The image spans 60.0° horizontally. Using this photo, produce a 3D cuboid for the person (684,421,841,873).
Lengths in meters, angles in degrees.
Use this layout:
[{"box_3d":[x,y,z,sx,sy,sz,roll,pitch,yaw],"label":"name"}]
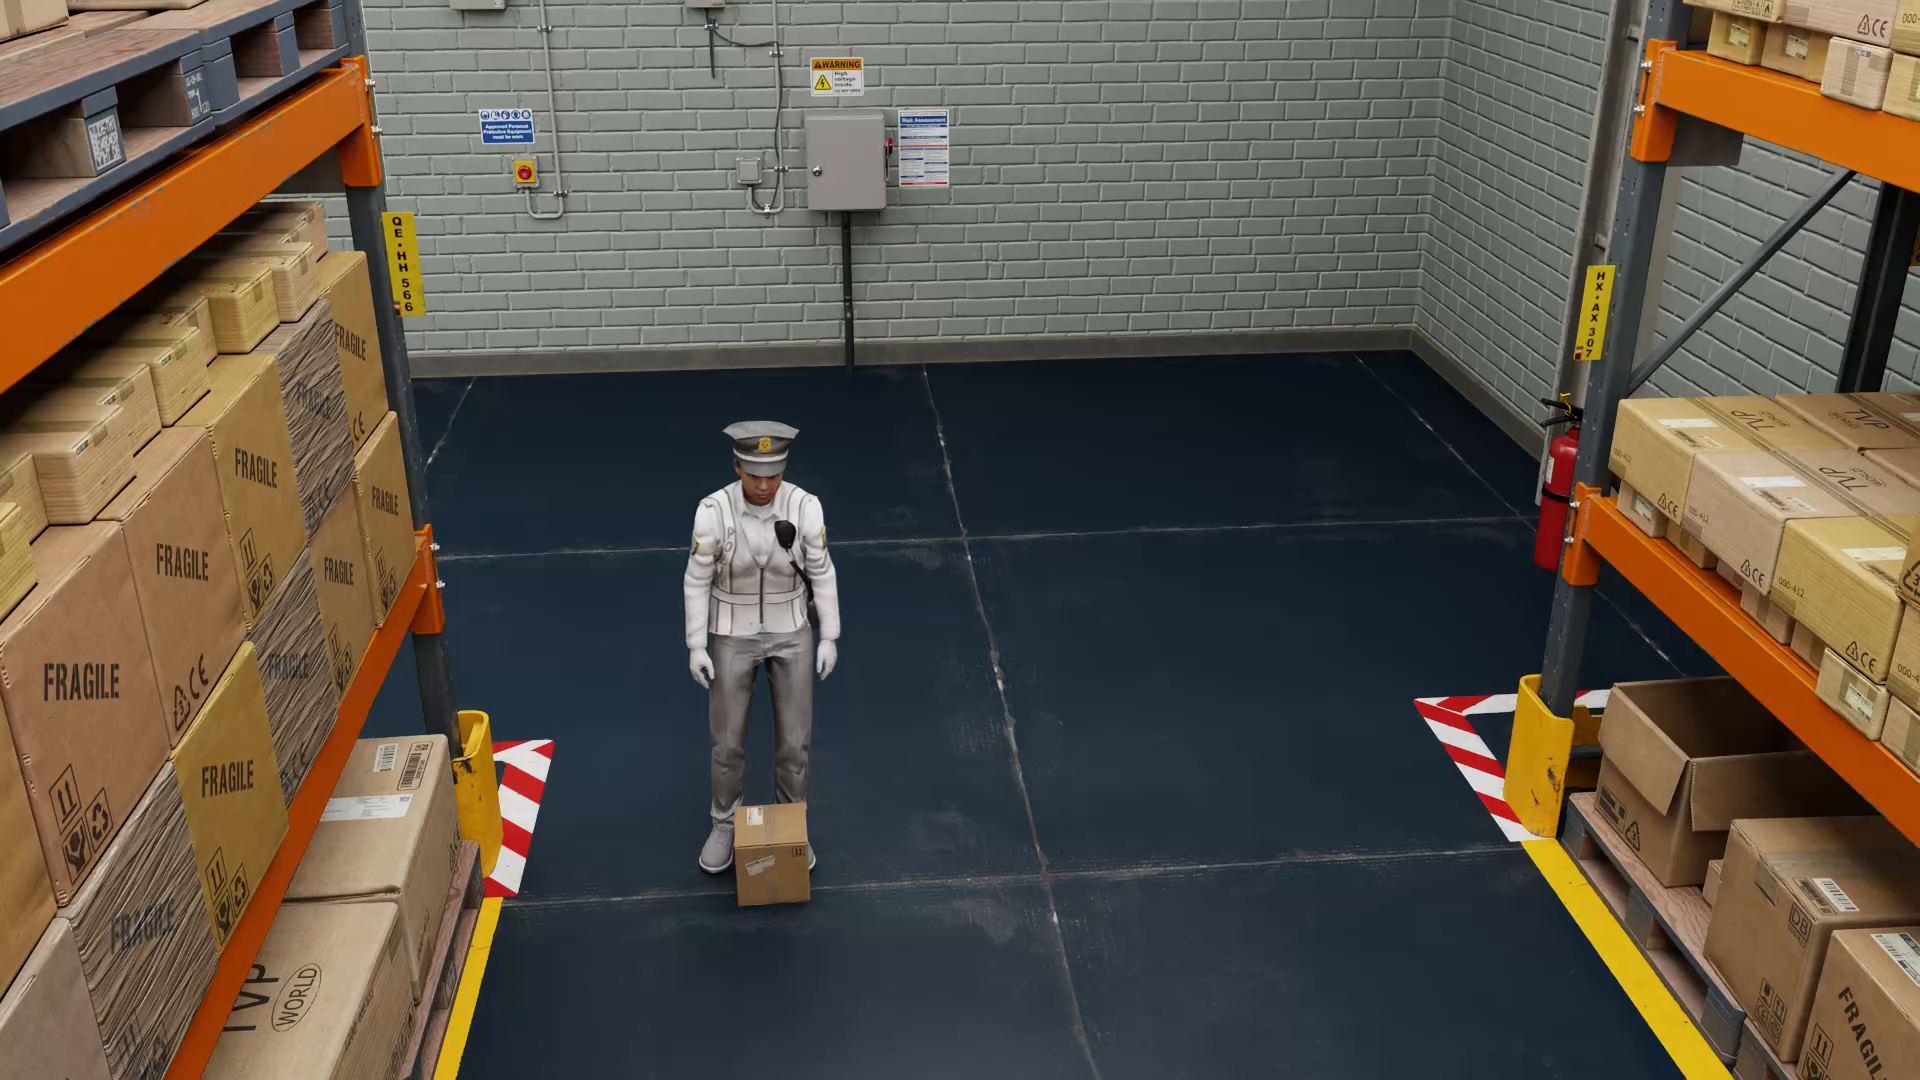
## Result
[{"box_3d":[-0.682,0.368,5.765,0.544,1.663,0.415,-4,24,-8],"label":"person"}]
